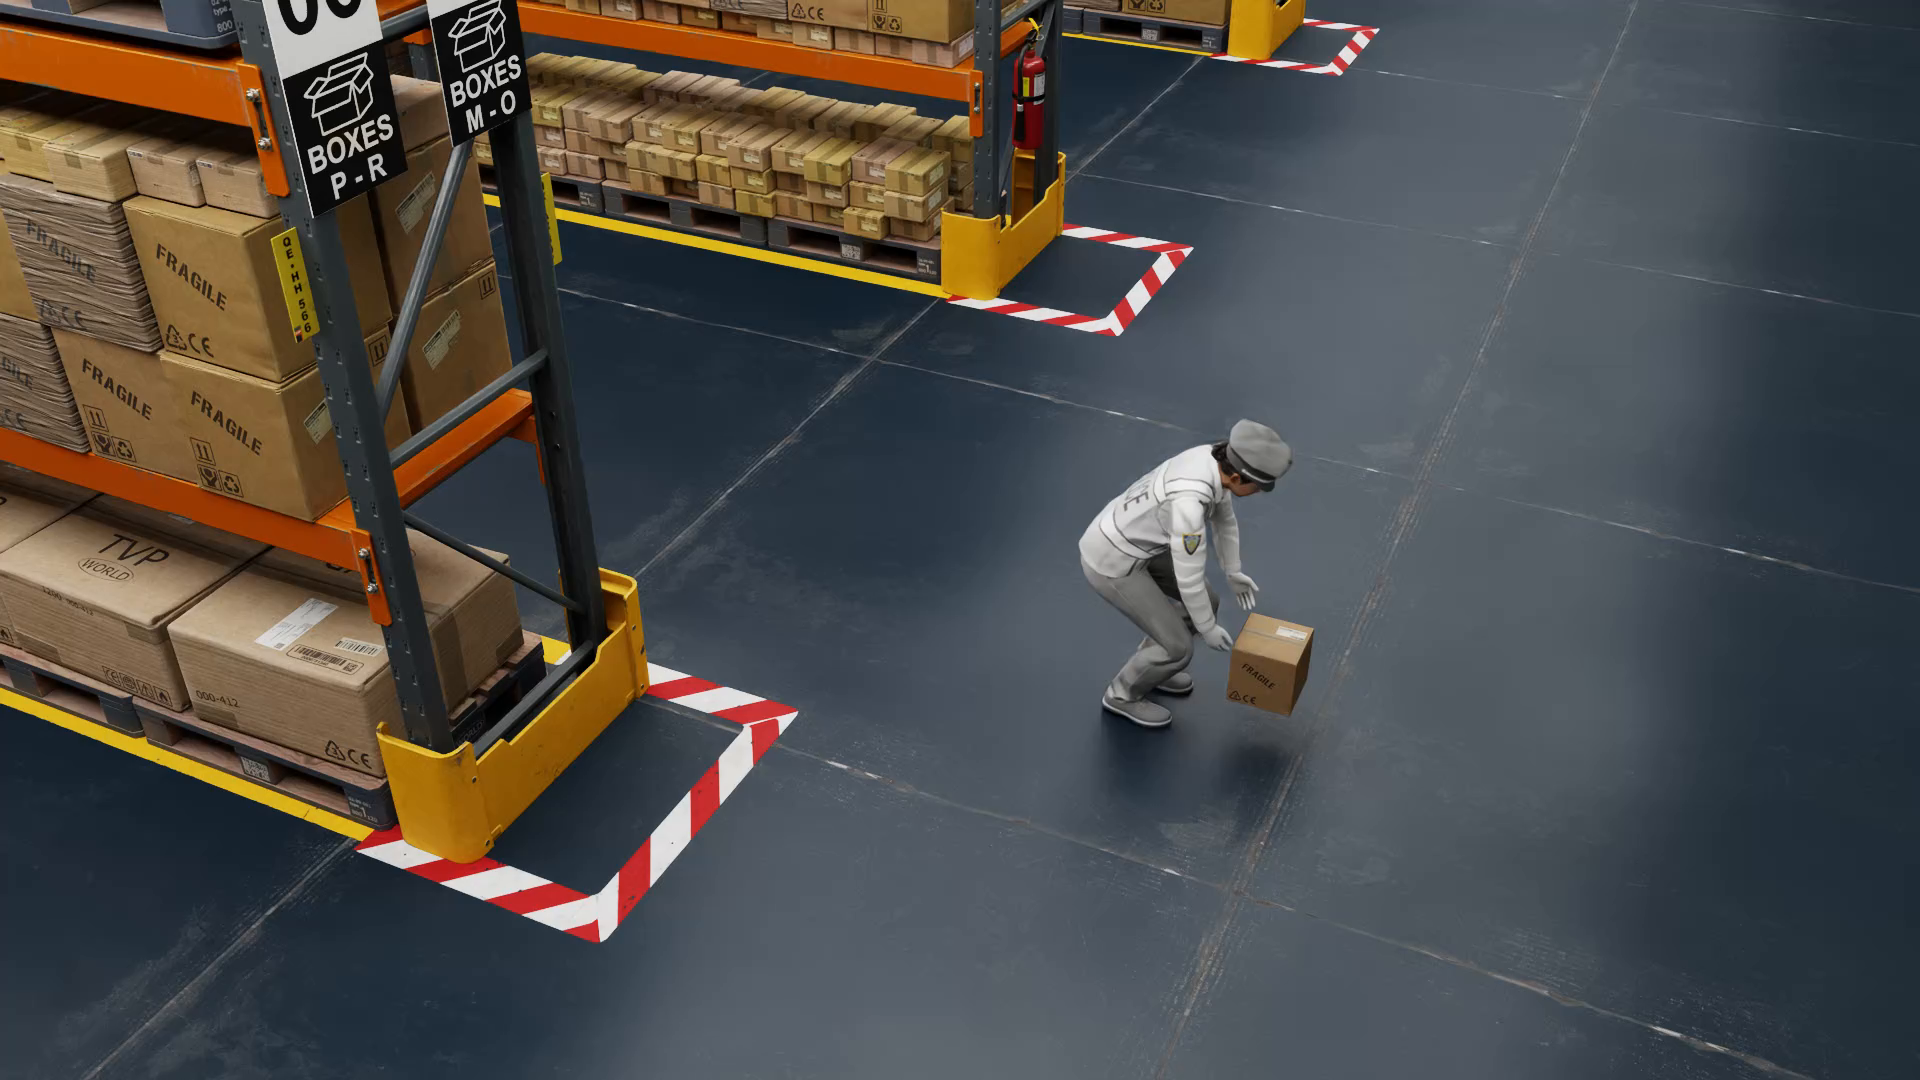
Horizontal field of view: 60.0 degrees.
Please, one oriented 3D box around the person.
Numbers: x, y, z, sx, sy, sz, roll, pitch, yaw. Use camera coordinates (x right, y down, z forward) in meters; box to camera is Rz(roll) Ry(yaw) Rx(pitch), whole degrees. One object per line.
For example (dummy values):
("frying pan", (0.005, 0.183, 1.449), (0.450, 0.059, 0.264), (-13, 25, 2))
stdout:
("person", (0.838, 0.103, 6.333), (0.749, 1.286, 0.534), (15, 37, 20))
